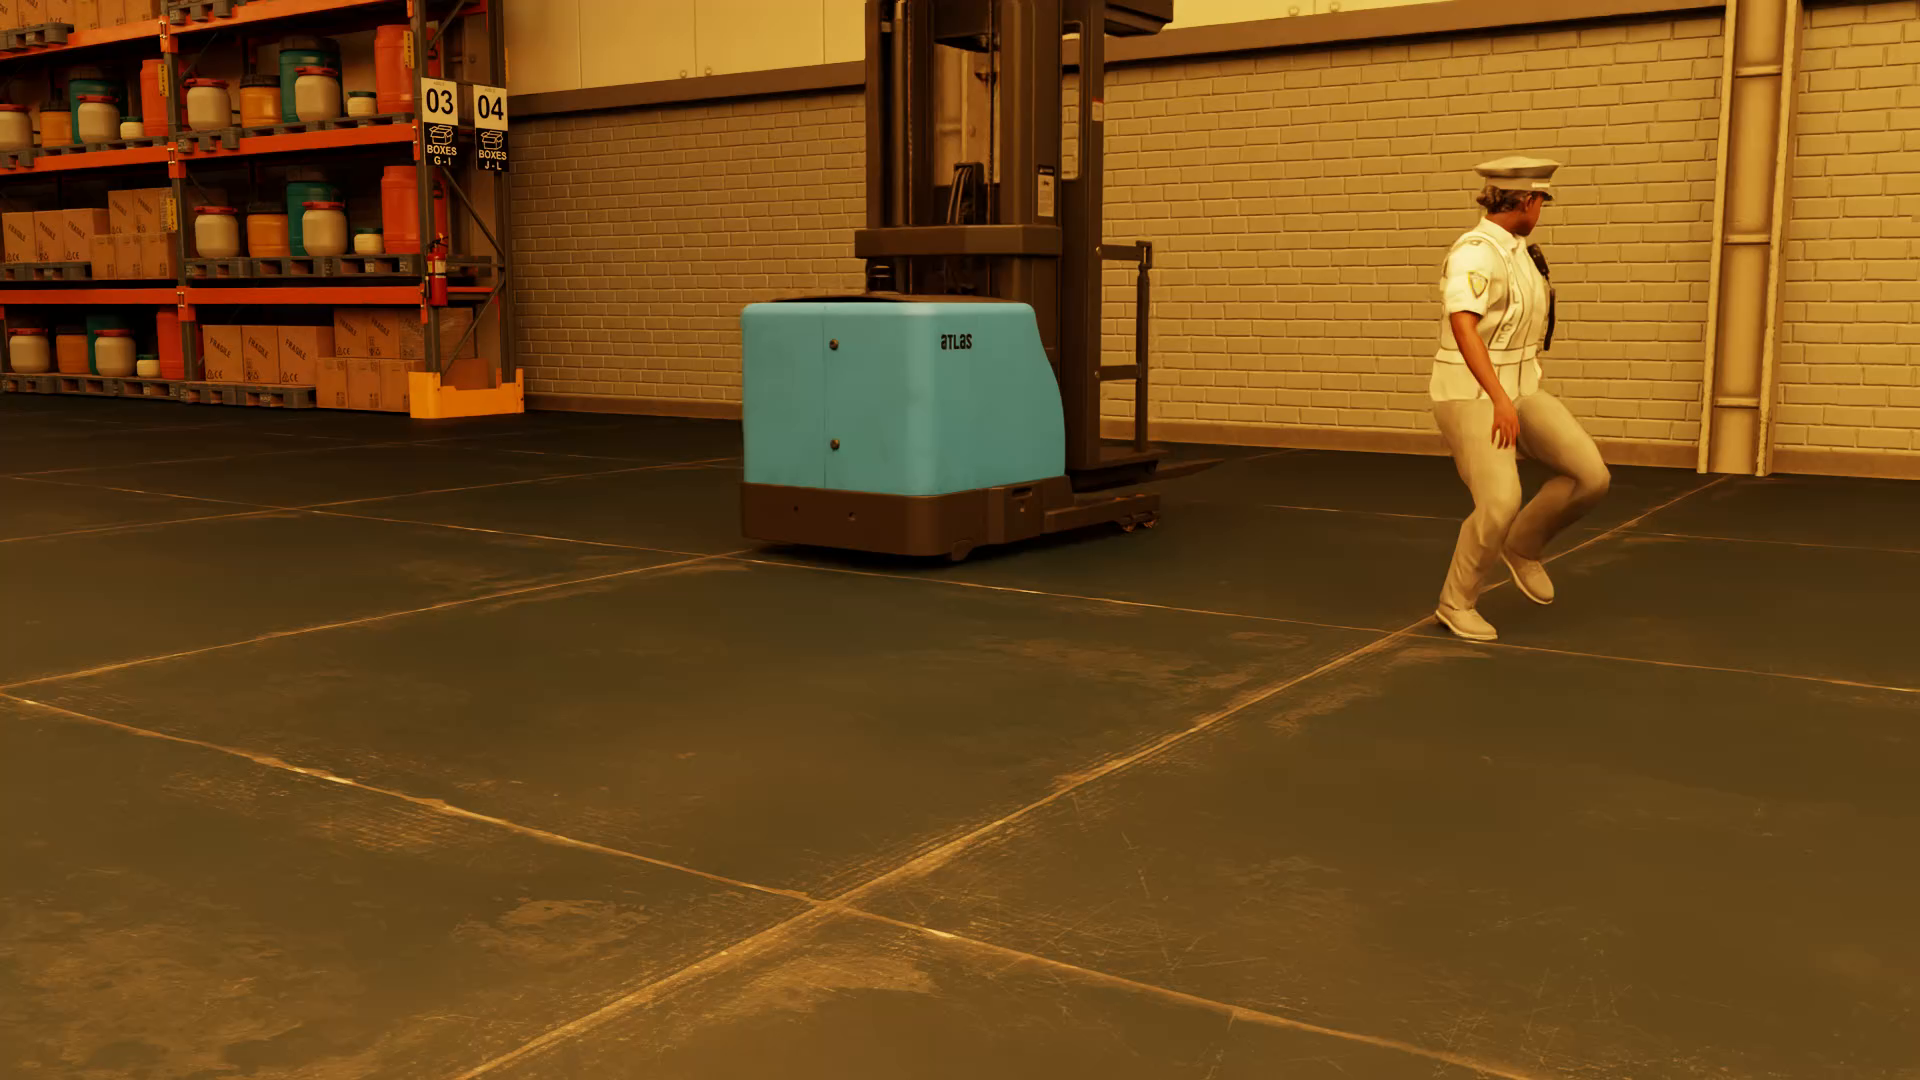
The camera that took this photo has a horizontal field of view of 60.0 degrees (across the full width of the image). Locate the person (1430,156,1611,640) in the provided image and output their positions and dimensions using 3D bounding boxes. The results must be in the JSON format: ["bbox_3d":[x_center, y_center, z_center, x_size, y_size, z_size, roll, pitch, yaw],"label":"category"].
[{"bbox_3d":[1.828,-0.470,5.500,0.772,1.553,0.520,-6,10,-37],"label":"person"}]

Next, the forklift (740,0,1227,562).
[{"bbox_3d":[0.314,-1.525,7.917,1.130,2.935,3.031,6,10,35],"label":"forklift"}]
